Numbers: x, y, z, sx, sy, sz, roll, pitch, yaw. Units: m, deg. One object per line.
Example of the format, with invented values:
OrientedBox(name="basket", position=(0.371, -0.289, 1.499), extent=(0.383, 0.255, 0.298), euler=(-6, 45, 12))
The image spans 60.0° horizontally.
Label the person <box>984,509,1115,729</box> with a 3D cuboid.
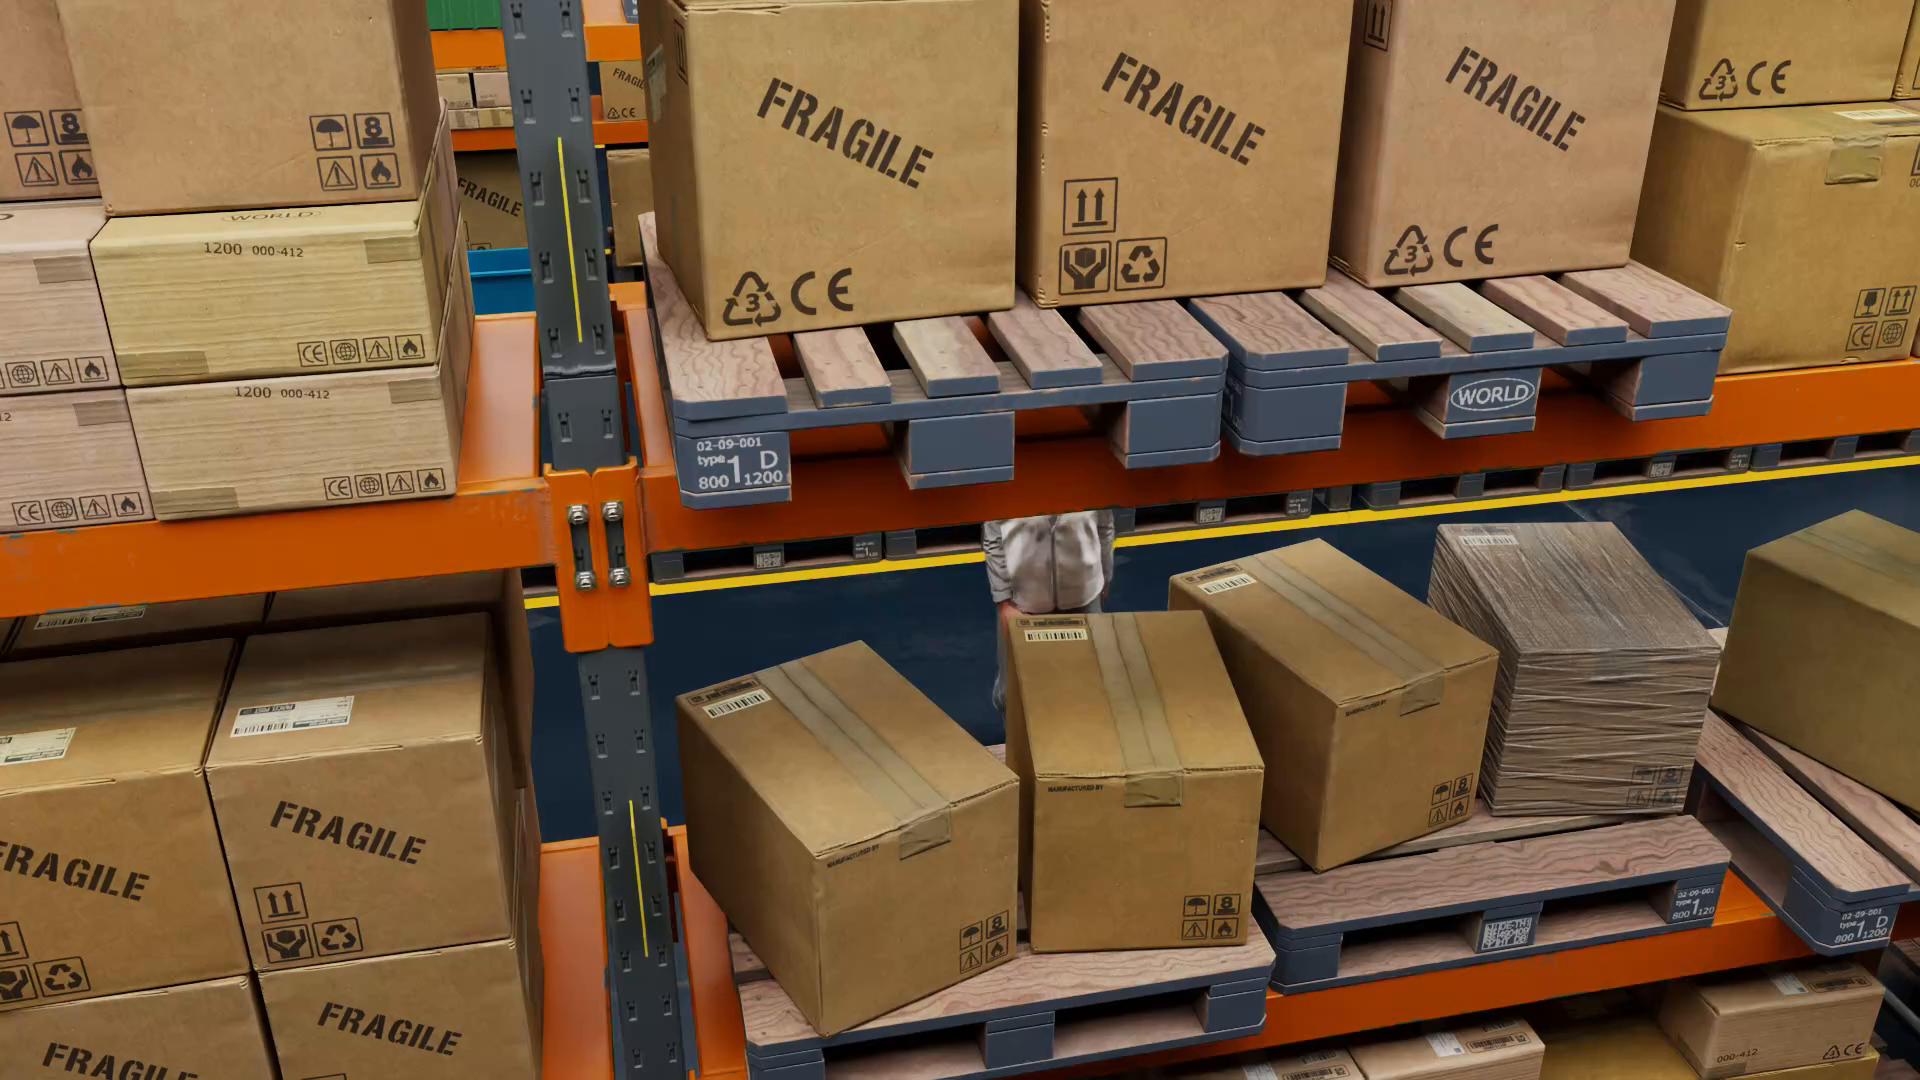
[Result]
OrientedBox(name="person", position=(0.366, 0.203, 6.677), extent=(0.567, 1.748, 0.608), euler=(-4, 27, -9))
